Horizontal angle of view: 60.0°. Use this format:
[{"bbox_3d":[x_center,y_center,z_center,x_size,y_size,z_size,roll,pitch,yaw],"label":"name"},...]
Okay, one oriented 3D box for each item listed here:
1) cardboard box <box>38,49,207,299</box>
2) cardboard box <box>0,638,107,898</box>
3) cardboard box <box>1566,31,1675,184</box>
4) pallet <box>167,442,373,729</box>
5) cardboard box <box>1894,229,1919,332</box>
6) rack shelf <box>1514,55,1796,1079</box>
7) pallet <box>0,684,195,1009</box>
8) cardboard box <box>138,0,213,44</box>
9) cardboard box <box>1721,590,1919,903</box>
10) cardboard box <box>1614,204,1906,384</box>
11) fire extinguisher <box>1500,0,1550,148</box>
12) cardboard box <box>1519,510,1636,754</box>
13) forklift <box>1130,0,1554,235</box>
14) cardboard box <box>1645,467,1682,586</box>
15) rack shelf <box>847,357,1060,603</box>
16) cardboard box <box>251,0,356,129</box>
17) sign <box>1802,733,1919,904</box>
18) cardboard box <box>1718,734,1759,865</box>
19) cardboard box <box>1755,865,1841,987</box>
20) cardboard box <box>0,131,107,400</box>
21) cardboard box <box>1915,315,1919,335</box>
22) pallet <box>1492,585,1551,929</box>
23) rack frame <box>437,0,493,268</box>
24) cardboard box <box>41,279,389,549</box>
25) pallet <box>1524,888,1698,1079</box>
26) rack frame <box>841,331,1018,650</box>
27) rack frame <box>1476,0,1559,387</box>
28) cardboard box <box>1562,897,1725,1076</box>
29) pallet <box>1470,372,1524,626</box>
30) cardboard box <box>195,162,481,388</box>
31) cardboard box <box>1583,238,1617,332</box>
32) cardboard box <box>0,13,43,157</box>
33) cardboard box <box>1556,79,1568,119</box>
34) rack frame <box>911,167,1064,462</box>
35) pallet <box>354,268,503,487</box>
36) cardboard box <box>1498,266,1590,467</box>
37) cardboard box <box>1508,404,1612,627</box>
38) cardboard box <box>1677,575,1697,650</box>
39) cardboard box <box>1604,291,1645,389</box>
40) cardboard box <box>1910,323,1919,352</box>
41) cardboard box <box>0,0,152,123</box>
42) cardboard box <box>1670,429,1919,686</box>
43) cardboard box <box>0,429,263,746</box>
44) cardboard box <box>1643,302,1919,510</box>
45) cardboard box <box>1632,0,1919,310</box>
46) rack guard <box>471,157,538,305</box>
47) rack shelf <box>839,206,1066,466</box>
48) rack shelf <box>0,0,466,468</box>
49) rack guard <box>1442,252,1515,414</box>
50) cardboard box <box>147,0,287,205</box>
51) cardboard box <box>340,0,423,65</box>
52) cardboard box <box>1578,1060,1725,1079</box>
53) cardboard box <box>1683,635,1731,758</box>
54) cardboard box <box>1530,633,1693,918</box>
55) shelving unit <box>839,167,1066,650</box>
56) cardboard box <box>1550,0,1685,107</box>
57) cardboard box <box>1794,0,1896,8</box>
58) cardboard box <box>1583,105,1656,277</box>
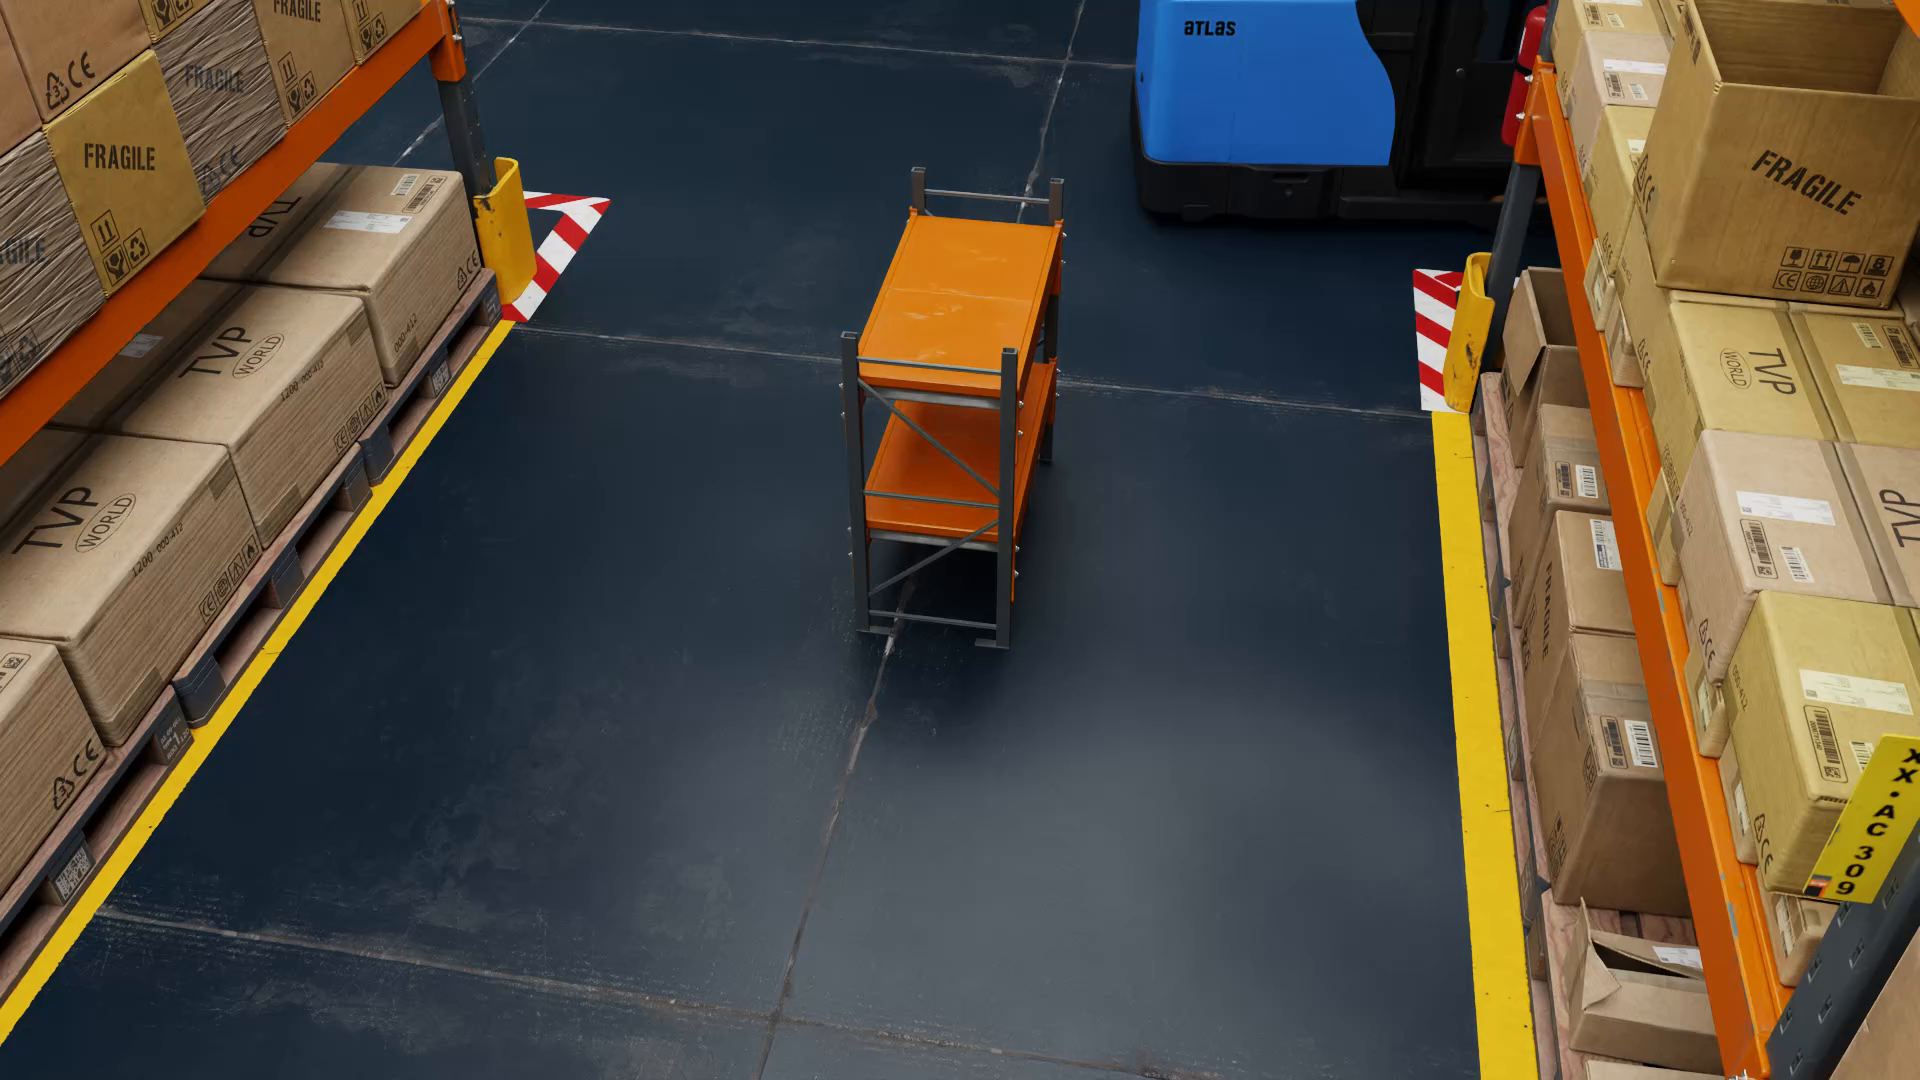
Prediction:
[{"bbox_3d":[-2.496,-1.028,4.561,0.500,0.500,0.500,8,40,9],"label":"cardboard box"},{"bbox_3d":[-2.893,0.670,4.267,0.875,0.438,0.875,6,40,7],"label":"cardboard box"},{"bbox_3d":[2.043,-1.224,4.761,0.500,0.250,0.500,7,40,8],"label":"cardboard box"},{"bbox_3d":[-2.690,0.065,5.506,1.003,0.211,1.213,6,40,8],"label":"pallet"},{"bbox_3d":[2.385,-0.516,3.904,0.500,0.250,0.500,6,40,8],"label":"cardboard box"},{"bbox_3d":[2.128,-0.207,4.210,1.077,0.370,4.000,6,40,8],"label":"rack shelf"},{"bbox_3d":[-2.899,0.832,4.577,1.003,0.211,1.213,6,40,8],"label":"pallet"},{"bbox_3d":[-2.414,-1.738,4.635,0.500,0.500,0.500,6,40,7],"label":"cardboard box"},{"bbox_3d":[1.630,0.368,2.835,0.500,0.250,0.500,7,40,9],"label":"cardboard box"},{"bbox_3d":[1.891,-0.583,3.985,0.500,0.250,0.500,5,40,7],"label":"cardboard box"},{"bbox_3d":[2.044,-1.709,5.816,0.296,0.674,0.183,6,40,8],"label":"fire extinguisher"},{"bbox_3d":[1.899,0.289,4.679,0.500,0.500,0.500,7,40,8],"label":"cardboard box"},{"bbox_3d":[2.331,-2.833,6.876,3.031,2.935,1.130,1,40,1],"label":"forklift"},{"bbox_3d":[1.722,-0.016,3.613,0.380,0.149,0.250,6,40,7],"label":"cardboard box"},{"bbox_3d":[0.001,-0.249,5.553,0.538,0.278,1.000,6,40,8],"label":"rack shelf"},{"bbox_3d":[-2.340,-1.677,5.346,0.500,0.500,0.500,6,40,7],"label":"cardboard box"},{"bbox_3d":[1.246,0.383,2.254,0.100,0.325,0.005,6,40,8],"label":"sign"},{"bbox_3d":[1.612,0.474,3.019,0.380,0.149,0.250,7,40,9],"label":"cardboard box"},{"bbox_3d":[1.588,0.640,2.819,0.380,0.149,0.250,7,40,8],"label":"cardboard box"},{"bbox_3d":[-2.585,-0.705,4.170,0.500,0.500,0.500,7,40,8],"label":"cardboard box"},{"bbox_3d":[2.302,-0.480,3.272,0.500,0.500,0.500,5,40,6],"label":"cardboard box"},{"bbox_3d":[2.111,0.647,4.802,1.003,0.211,1.213,6,40,8],"label":"pallet"},{"bbox_3d":[-2.415,-2.284,6.158,1.000,3.000,0.127,6,40,8],"label":"rack frame"},{"bbox_3d":[-2.581,-0.458,5.631,0.875,0.438,0.875,7,40,9],"label":"cardboard box"},{"bbox_3d":[1.902,1.415,3.873,1.003,0.211,1.213,6,40,8],"label":"pallet"},{"bbox_3d":[-0.087,-0.119,5.011,0.500,1.125,0.032,6,40,8],"label":"rack frame"},{"bbox_3d":[2.474,-1.739,5.499,1.000,3.000,0.127,6,40,8],"label":"rack frame"},{"bbox_3d":[1.651,1.057,3.933,0.396,0.266,0.258,8,40,9],"label":"cardboard box"},{"bbox_3d":[2.324,-0.116,5.725,1.003,0.211,1.213,6,40,8],"label":"pallet"},{"bbox_3d":[-2.431,-1.033,6.327,0.875,0.438,0.875,5,40,6],"label":"cardboard box"},{"bbox_3d":[1.875,-0.663,4.395,0.380,0.149,0.250,5,40,6],"label":"cardboard box"},{"bbox_3d":[-2.593,-1.106,3.871,0.500,0.500,0.500,7,40,9],"label":"cardboard box"},{"bbox_3d":[2.147,-1.466,5.366,0.380,0.149,0.250,6,40,7],"label":"cardboard box"},{"bbox_3d":[0.089,-0.757,5.783,0.500,1.125,0.032,6,40,8],"label":"rack frame"},{"bbox_3d":[-2.476,-0.699,6.430,1.003,0.211,1.213,6,40,8],"label":"pallet"},{"bbox_3d":[2.275,-0.565,5.709,0.797,0.503,0.637,5,40,6],"label":"cardboard box"},{"bbox_3d":[2.089,-0.032,5.067,0.700,0.500,0.500,8,40,9],"label":"cardboard box"},{"bbox_3d":[1.705,0.147,3.415,0.380,0.149,0.250,7,40,9],"label":"cardboard box"},{"bbox_3d":[1.850,-0.496,4.193,0.380,0.149,0.250,7,40,9],"label":"cardboard box"},{"bbox_3d":[2.305,-0.206,3.529,0.500,0.250,0.500,7,40,9],"label":"cardboard box"},{"bbox_3d":[-2.503,-1.422,4.253,0.500,0.500,0.500,6,40,7],"label":"cardboard box"},{"bbox_3d":[1.702,0.052,3.217,0.500,0.250,0.500,7,40,8],"label":"cardboard box"},{"bbox_3d":[-2.739,0.108,4.947,0.875,0.438,0.875,5,40,6],"label":"cardboard box"},{"bbox_3d":[1.801,-0.260,3.594,0.500,0.250,0.500,6,40,7],"label":"cardboard box"},{"bbox_3d":[1.871,-0.888,3.766,0.500,0.500,0.500,7,40,9],"label":"cardboard box"},{"bbox_3d":[-2.411,-1.336,6.973,1.175,0.500,0.348,6,40,8],"label":"rack guard"},{"bbox_3d":[0.001,-0.663,5.210,0.538,0.278,1.000,6,40,8],"label":"rack shelf"},{"bbox_3d":[-2.761,-0.752,4.869,1.077,0.370,4.000,6,40,8],"label":"rack shelf"},{"bbox_3d":[2.461,-0.728,6.238,1.175,0.500,0.348,6,40,8],"label":"rack guard"},{"bbox_3d":[-2.419,-1.353,4.954,0.500,0.500,0.500,7,40,9],"label":"cardboard box"},{"bbox_3d":[-2.238,-1.991,5.725,0.500,0.500,0.500,7,40,8],"label":"cardboard box"},{"bbox_3d":[1.589,1.326,3.700,0.380,0.149,0.250,5,40,6],"label":"cardboard box"},{"bbox_3d":[1.633,0.309,3.220,0.380,0.149,0.250,7,40,9],"label":"cardboard box"},{"bbox_3d":[1.909,0.620,4.279,0.700,0.500,0.500,5,40,6],"label":"cardboard box"},{"bbox_3d":[0.001,-0.438,5.397,0.538,1.125,1.048,6,40,8],"label":"shelving unit"},{"bbox_3d":[2.130,-1.541,5.144,0.500,0.250,0.500,7,40,8],"label":"cardboard box"},{"bbox_3d":[2.656,-1.478,5.068,0.500,0.250,0.500,7,40,9],"label":"cardboard box"},{"bbox_3d":[1.959,-0.906,4.376,0.500,0.250,0.500,6,40,7],"label":"cardboard box"}]
